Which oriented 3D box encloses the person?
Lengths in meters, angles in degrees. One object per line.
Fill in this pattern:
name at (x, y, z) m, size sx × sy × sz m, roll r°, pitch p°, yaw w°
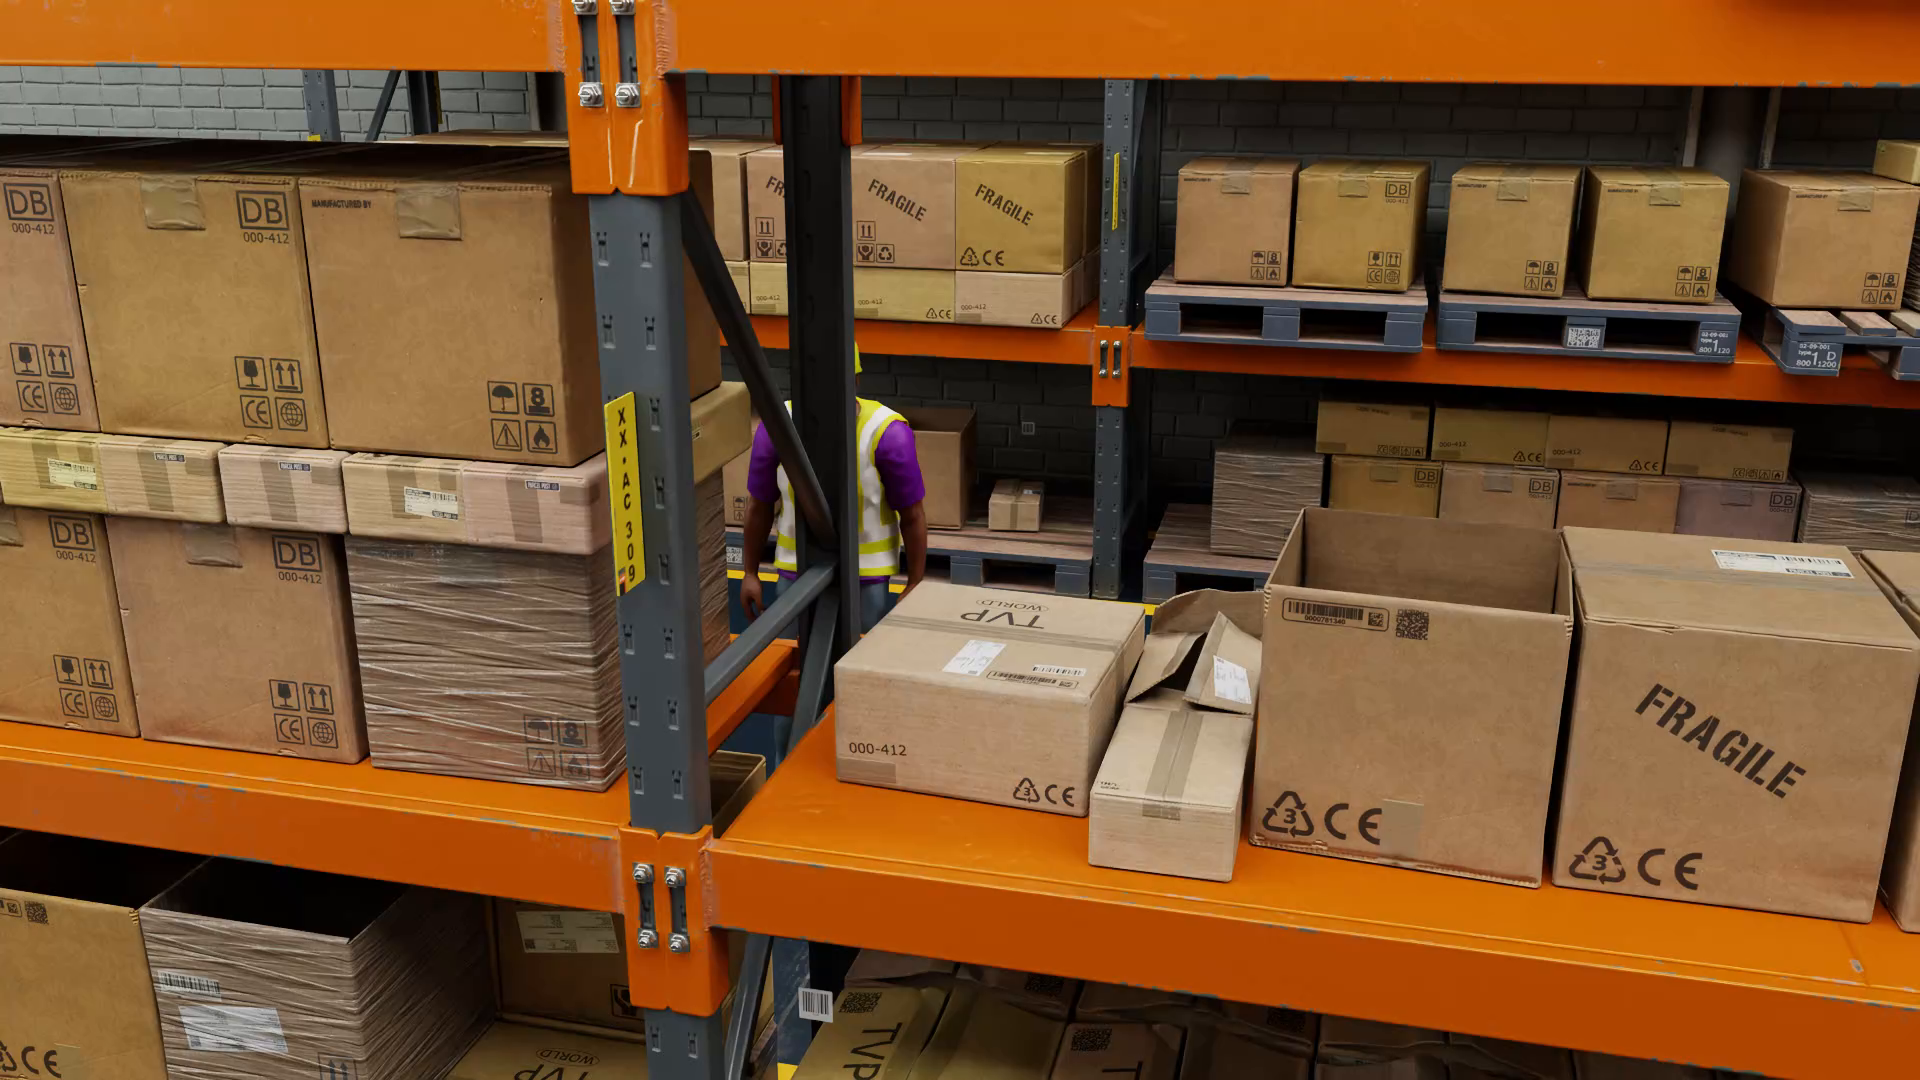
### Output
person at (-0.429, 0.140, 5.601) m, size 0.635 × 1.761 × 0.455 m, roll 3°, pitch 18°, yaw 11°
